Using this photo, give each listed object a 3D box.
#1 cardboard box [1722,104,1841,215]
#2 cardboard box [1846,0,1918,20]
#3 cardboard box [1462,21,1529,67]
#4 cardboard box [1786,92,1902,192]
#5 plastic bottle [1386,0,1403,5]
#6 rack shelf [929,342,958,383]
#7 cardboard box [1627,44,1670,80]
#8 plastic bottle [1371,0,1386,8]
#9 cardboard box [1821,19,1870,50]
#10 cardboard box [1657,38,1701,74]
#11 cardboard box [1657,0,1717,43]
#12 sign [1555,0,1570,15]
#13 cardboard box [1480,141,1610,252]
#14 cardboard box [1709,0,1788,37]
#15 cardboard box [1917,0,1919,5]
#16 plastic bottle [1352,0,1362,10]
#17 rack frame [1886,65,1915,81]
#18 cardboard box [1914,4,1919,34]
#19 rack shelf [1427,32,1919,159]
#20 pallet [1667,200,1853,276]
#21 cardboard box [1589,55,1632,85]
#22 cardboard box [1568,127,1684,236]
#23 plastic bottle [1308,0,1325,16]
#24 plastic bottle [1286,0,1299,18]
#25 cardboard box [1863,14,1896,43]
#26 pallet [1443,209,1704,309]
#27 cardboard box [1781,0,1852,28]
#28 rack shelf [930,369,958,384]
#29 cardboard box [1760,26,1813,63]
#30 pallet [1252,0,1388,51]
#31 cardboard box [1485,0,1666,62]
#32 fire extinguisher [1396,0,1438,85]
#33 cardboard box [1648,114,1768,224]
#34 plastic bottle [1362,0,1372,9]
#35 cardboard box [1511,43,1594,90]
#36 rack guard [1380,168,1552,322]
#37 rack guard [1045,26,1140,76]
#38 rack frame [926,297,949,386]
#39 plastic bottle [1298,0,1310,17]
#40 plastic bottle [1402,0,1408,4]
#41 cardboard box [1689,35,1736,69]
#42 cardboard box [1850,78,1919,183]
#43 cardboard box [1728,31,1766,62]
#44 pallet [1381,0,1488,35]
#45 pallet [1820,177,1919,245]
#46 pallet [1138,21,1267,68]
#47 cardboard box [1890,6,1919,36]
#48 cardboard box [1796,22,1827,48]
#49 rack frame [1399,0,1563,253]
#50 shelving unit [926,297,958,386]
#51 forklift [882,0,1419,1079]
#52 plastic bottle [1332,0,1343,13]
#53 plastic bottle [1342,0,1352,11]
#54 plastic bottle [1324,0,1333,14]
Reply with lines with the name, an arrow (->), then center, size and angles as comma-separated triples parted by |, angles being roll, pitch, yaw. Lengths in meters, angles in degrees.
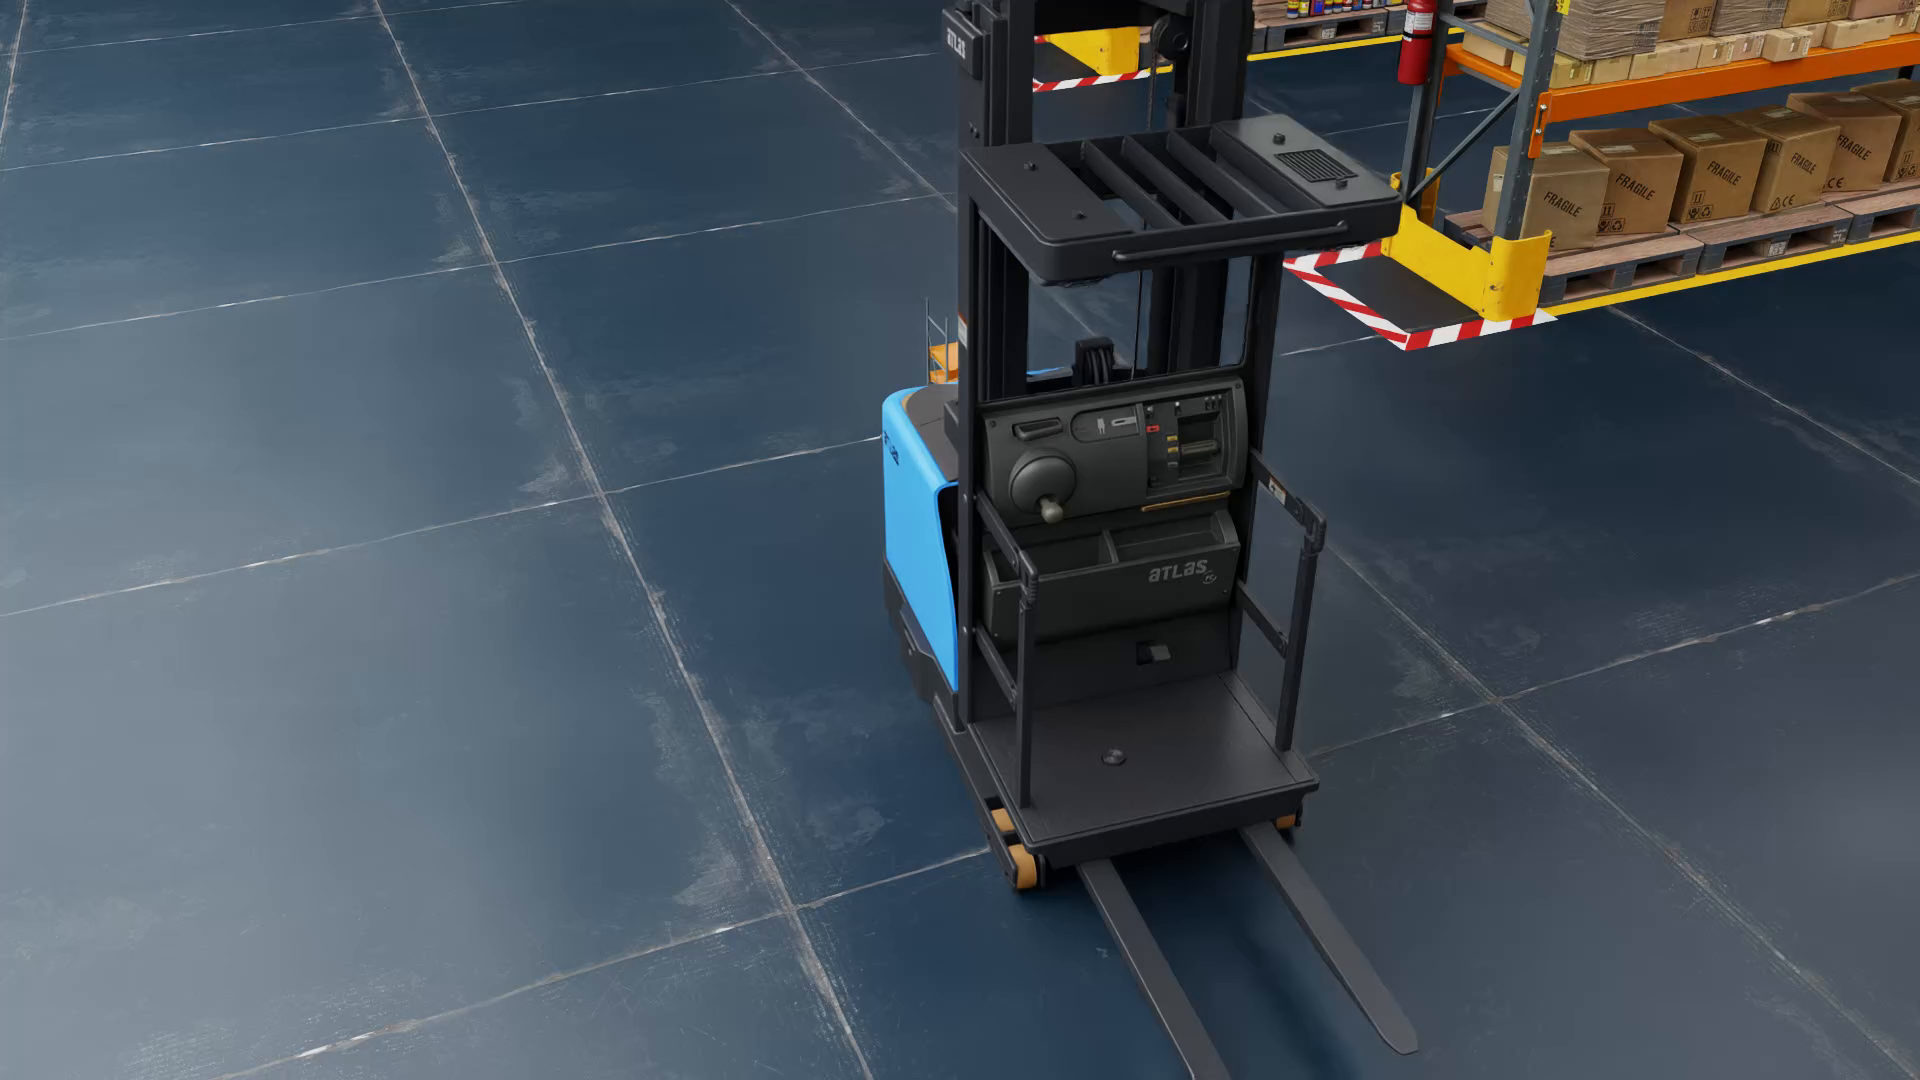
cardboard box -> 5.203, -2.447, 10.667 | 0.500, 0.500, 0.500 | -16, 36, -23
cardboard box -> 5.319, -3.537, 10.071 | 0.500, 0.500, 0.875 | -13, 35, -19
cardboard box -> 3.149, -2.893, 9.676 | 0.250, 0.149, 0.380 | -13, 35, -19
cardboard box -> 5.745, -2.618, 10.930 | 0.500, 0.500, 0.500 | -2, 33, -4
plastic bottle -> 3.780, -4.853, 14.484 | 0.185, 0.351, 0.144 | -13, 35, -19
rack shelf -> -0.013, -0.764, 7.246 | 0.180, 0.103, 0.258 | -13, 35, -19
cardboard box -> 3.795, -2.757, 9.468 | 0.250, 0.149, 0.380 | -13, 35, -19
plastic bottle -> 3.628, -4.790, 14.455 | 0.135, 0.276, 0.152 | -12, 35, -18
cardboard box -> 5.181, -3.071, 9.949 | 0.250, 0.149, 0.380 | -13, 35, -19
cardboard box -> 4.018, -2.820, 9.565 | 0.250, 0.149, 0.380 | -13, 35, -19
cardboard box -> 3.898, -3.269, 9.659 | 0.500, 0.500, 0.875 | -13, 35, -19
sign -> 3.176, -2.924, 8.700 | 0.005, 0.325, 0.100 | -13, 35, -19
cardboard box -> 3.548, -2.086, 10.112 | 0.500, 0.500, 0.500 | -7, 34, -10
cardboard box -> 4.376, -3.353, 9.788 | 0.500, 0.500, 0.875 | -13, 35, -19
cardboard box -> 5.741, -3.693, 10.311 | 0.500, 0.500, 0.875 | -13, 35, -19
plastic bottle -> 3.436, -4.728, 14.364 | 0.097, 0.271, 0.097 | 0, 33, 0
rack frame -> 6.654, -3.678, 10.653 | 0.127, 3.000, 1.000 | -13, 35, -19
cardboard box -> 5.894, -3.200, 10.149 | 0.250, 0.149, 0.380 | -13, 35, -19
rack shelf -> 4.810, -2.955, 10.200 | 4.000, 0.370, 1.077 | -13, 35, -19
pallet -> 4.922, -2.090, 10.769 | 1.213, 0.211, 1.003 | -13, 35, -19
cardboard box -> 3.559, -2.712, 9.398 | 0.250, 0.149, 0.380 | -13, 35, -19
cardboard box -> 4.086, -2.229, 10.332 | 0.500, 0.500, 0.500 | -4, 33, -6
plastic bottle -> 3.057, -4.635, 14.210 | 0.133, 0.283, 0.061 | -12, 35, -18
plastic bottle -> 2.841, -4.591, 14.154 | 0.097, 0.271, 0.097 | 0, 33, 0
cardboard box -> 5.398, -3.141, 10.057 | 0.250, 0.149, 0.380 | -13, 35, -19
pallet -> 3.799, -1.835, 10.376 | 1.213, 0.211, 1.003 | -13, 35, -19
cardboard box -> 4.842, -3.452, 9.941 | 0.500, 0.500, 0.875 | -13, 35, -19
rack shelf -> -0.013, -0.664, 7.311 | 0.180, 0.103, 0.258 | -13, 35, -19
cardboard box -> 4.742, -2.937, 9.744 | 0.250, 0.149, 0.380 | -13, 35, -19
pallet -> 2.975, -4.620, 14.656 | 1.213, 0.211, 1.003 | -13, 35, -19
cardboard box -> 3.484, -3.103, 9.404 | 0.500, 0.500, 0.875 | -13, 35, -19
fire extinguisher -> 2.682, -3.009, 9.695 | 0.183, 0.674, 0.296 | -13, 35, -19
cardboard box -> 4.671, -2.352, 10.521 | 0.500, 0.500, 0.500 | -10, 34, -14
plastic bottle -> 3.530, -4.720, 14.416 | 0.097, 0.201, 0.097 | 0, 33, 0
cardboard box -> 3.321, -2.669, 9.332 | 0.250, 0.149, 0.380 | -13, 35, -19
rack guard -> 3.036, -1.802, 10.061 | 0.348, 0.500, 1.175 | -13, 35, -19
rack guard -> 1.100, -4.316, 13.926 | 0.348, 0.500, 1.175 | -13, 35, -19
rack frame -> -0.098, -0.481, 7.388 | 0.006, 1.200, 0.240 | -13, 35, -19
plastic bottle -> 2.936, -4.584, 14.207 | 0.097, 0.201, 0.097 | 0, 33, 0
plastic bottle -> 3.943, -4.838, 14.523 | 0.133, 0.283, 0.061 | -11, 35, -16
cardboard box -> 4.251, -2.870, 9.640 | 0.250, 0.149, 0.380 | -13, 35, -19
cardboard box -> 6.270, -2.742, 11.121 | 0.500, 0.500, 0.500 | -14, 36, -20
cardboard box -> 4.471, -2.936, 9.743 | 0.250, 0.149, 0.380 | -13, 35, -19
pallet -> 4.101, -4.879, 15.056 | 1.213, 0.211, 1.003 | -13, 35, -19
pallet -> 6.049, -2.350, 11.168 | 1.213, 0.211, 1.003 | -13, 35, -19
pallet -> 1.852, -4.364, 14.264 | 1.213, 0.211, 1.003 | -13, 35, -19
cardboard box -> 5.613, -3.214, 10.170 | 0.250, 0.149, 0.380 | -13, 35, -19
cardboard box -> 4.921, -3.056, 9.927 | 0.250, 0.149, 0.380 | -13, 35, -19
rack frame -> 2.966, -2.834, 9.355 | 0.127, 3.000, 1.000 | -13, 35, -19
shelving unit -> -0.013, -0.500, 7.418 | 0.189, 1.200, 0.258 | -13, 35, -19
forklift -> 0.602, -0.243, 5.435 | 1.130, 2.935, 3.031 | -10, 34, -15
plastic bottle -> 3.249, -4.685, 14.298 | 0.097, 0.271, 0.097 | 0, 33, 0
plastic bottle -> 3.340, -4.676, 14.349 | 0.097, 0.201, 0.097 | 0, 33, 0
plastic bottle -> 3.157, -4.664, 14.266 | 0.097, 0.271, 0.097 | 0, 33, 0
